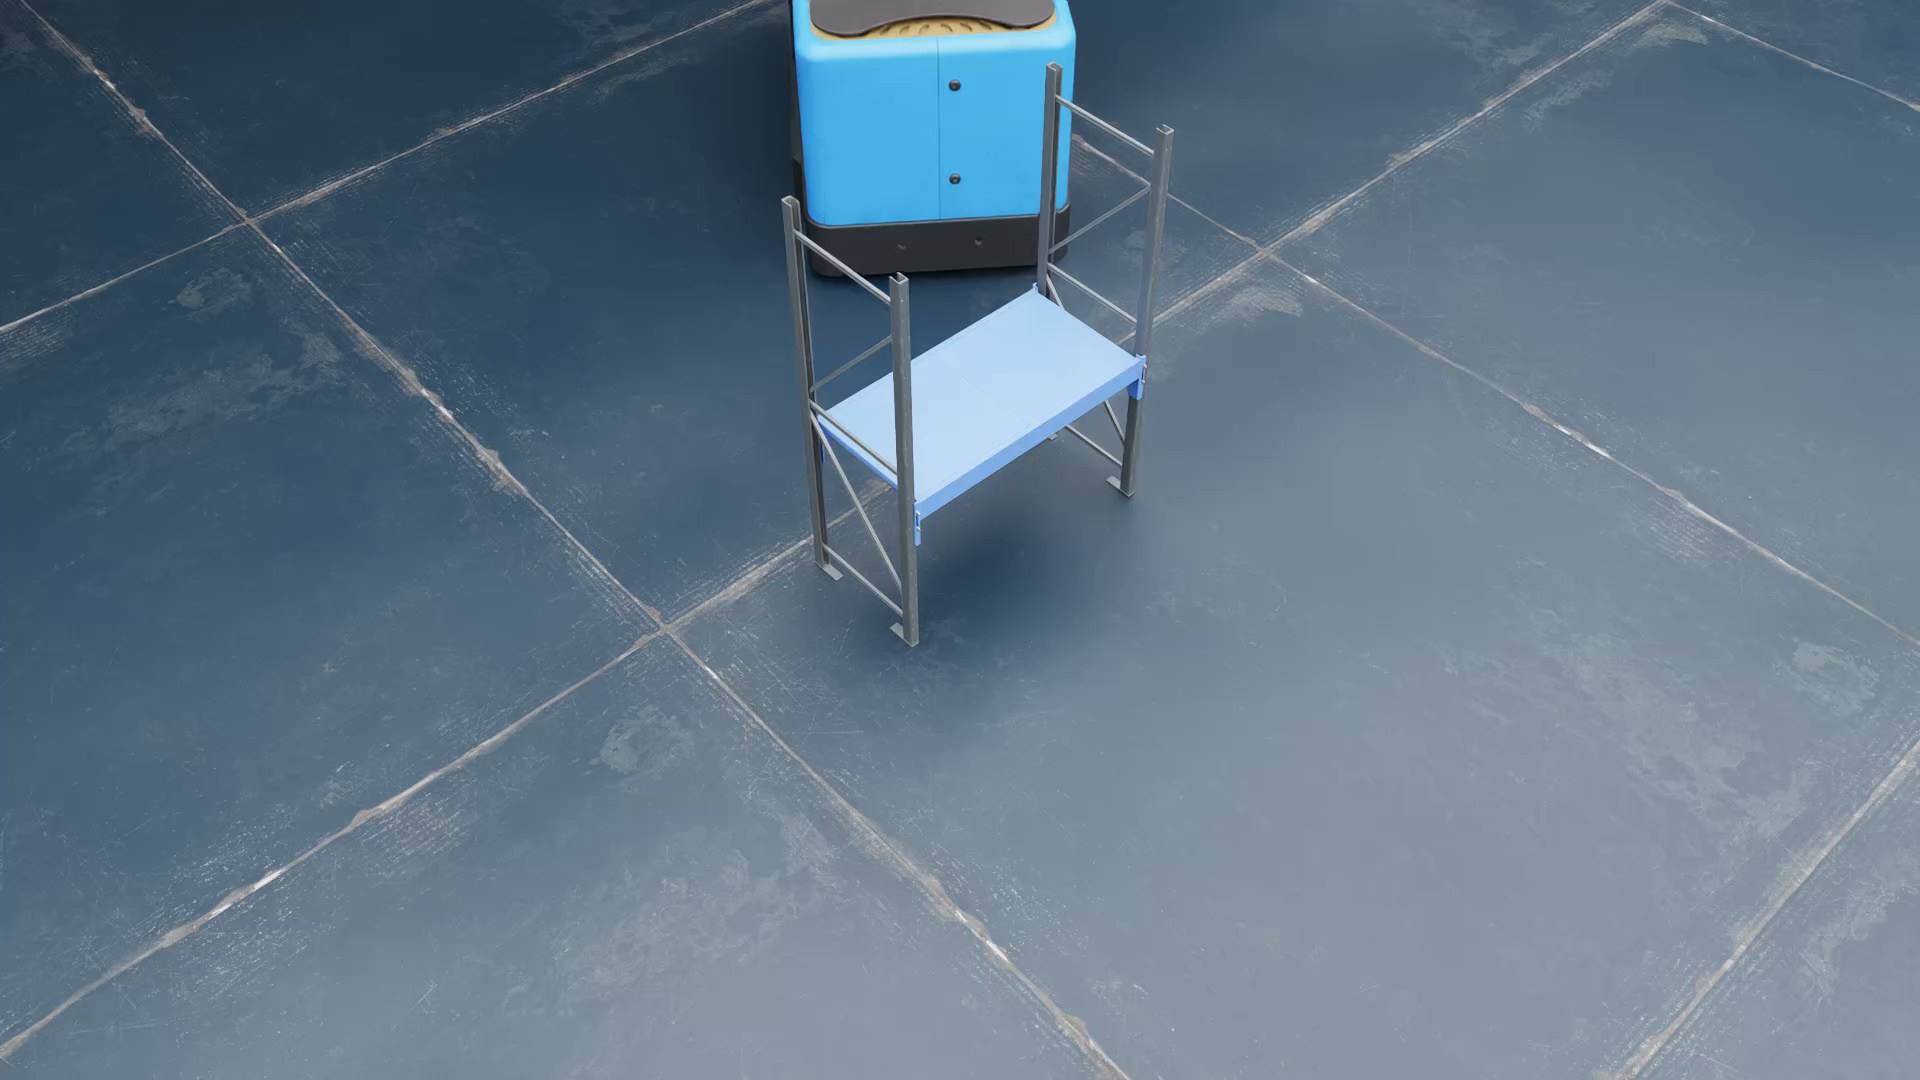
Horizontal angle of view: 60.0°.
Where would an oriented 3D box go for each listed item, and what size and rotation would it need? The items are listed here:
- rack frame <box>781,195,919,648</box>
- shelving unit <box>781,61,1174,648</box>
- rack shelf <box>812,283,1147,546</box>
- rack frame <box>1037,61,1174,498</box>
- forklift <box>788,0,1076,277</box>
[{"bbox_3d":[-0.313,-0.299,5.006,0.032,1.500,0.500,-34,56,-27],"label":"rack frame"},{"bbox_3d":[0.063,-0.551,5.238,1.048,1.500,0.538,-34,56,-27],"label":"shelving unit"},{"bbox_3d":[0.063,-0.429,5.370,1.000,0.185,0.538,-34,56,-27],"label":"rack shelf"},{"bbox_3d":[0.439,-0.802,5.470,0.032,1.500,0.500,-34,56,-27],"label":"rack frame"},{"bbox_3d":[-0.218,-3.129,6.643,1.130,2.935,3.031,-4,47,-4],"label":"forklift"}]
